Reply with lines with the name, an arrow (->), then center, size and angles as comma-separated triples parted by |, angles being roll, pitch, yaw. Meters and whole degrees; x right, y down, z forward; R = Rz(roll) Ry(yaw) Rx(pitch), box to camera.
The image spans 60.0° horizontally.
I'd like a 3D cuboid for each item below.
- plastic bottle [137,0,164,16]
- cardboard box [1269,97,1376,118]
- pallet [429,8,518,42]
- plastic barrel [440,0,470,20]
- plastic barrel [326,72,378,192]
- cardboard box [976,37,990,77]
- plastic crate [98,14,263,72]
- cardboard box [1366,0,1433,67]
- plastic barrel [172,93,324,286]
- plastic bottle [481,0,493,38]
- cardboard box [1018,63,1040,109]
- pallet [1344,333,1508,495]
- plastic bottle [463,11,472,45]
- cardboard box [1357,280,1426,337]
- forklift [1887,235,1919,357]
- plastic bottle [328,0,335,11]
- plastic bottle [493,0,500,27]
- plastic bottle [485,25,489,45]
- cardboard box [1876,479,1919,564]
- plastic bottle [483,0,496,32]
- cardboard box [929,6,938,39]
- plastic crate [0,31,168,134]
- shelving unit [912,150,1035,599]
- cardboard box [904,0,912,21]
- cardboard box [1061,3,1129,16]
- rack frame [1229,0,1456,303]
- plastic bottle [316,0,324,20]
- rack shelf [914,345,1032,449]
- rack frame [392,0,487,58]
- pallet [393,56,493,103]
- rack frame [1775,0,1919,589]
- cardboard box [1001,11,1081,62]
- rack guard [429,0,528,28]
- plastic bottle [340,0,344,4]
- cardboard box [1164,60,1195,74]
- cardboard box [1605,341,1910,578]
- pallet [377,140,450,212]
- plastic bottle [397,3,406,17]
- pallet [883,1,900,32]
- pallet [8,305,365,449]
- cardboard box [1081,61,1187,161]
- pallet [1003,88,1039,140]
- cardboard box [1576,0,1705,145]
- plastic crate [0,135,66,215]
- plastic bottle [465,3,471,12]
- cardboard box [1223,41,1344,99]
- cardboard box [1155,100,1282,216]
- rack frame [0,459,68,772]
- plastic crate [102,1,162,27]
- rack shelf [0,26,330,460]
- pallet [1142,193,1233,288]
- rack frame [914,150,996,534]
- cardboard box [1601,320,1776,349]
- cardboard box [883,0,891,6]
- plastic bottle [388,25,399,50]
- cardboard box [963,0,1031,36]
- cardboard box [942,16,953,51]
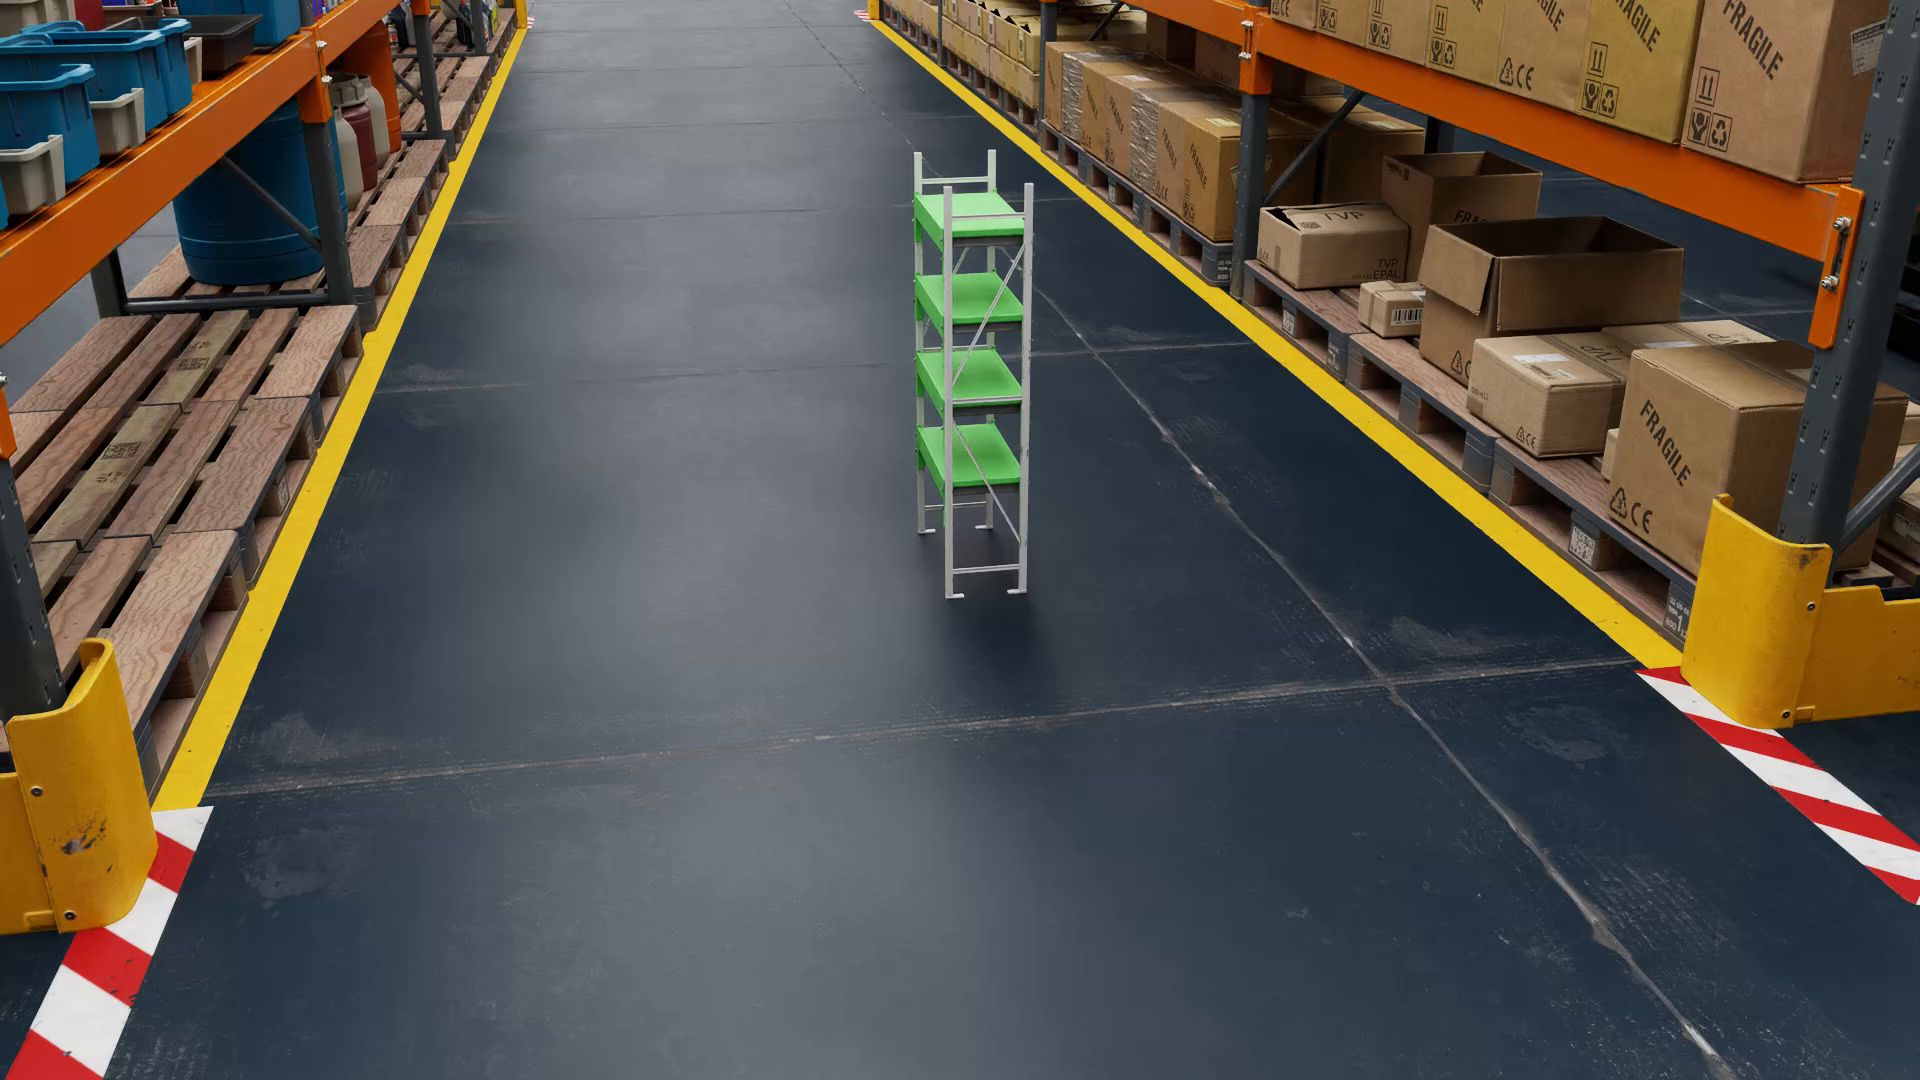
plastic bottle -> -3.357, -2.241, 6.882 | 0.097, 0.201, 0.097 | 0, 24, 0
cardboard box -> 1.824, -2.023, 8.708 | 0.500, 0.500, 0.500 | -4, 24, -9
pallet -> -5.099, -5.280, 17.076 | 1.003, 0.211, 1.213 | -4, 24, -10
plastic barrel -> -5.015, -5.507, 16.694 | 0.421, 0.512, 0.421 | 0, 24, 0
plastic barrel -> -3.509, -2.210, 9.050 | 0.600, 0.588, 0.708 | -4, 24, -10
cardboard box -> 0.420, -3.847, 13.221 | 0.500, 0.250, 0.500 | -4, 24, -9
plastic crate -> -2.614, -1.666, 5.584 | 0.437, 0.125, 0.590 | -4, 24, -10
cardboard box -> 1.798, -1.977, 5.903 | 0.500, 0.500, 0.500 | -4, 24, -10
plastic barrel -> -3.169, -1.631, 7.333 | 0.600, 0.901, 0.708 | -4, 24, -10
plastic bottle -> -4.341, -4.741, 15.118 | 0.144, 0.351, 0.185 | -5, 24, -12
cardboard box -> 0.707, -3.244, 11.841 | 0.500, 0.250, 0.500 | -4, 24, -8
pallet -> 2.138, -0.521, 6.178 | 1.003, 0.211, 1.213 | -4, 24, -10
plastic bottle -> -4.384, -4.563, 14.794 | 0.061, 0.283, 0.133 | -4, 24, -10
cardboard box -> 1.818, -0.932, 6.627 | 0.380, 0.166, 0.250 | -4, 24, -10
forklift -> 4.556, -2.110, 6.419 | 1.130, 2.935, 3.031 | -3, 24, -6
plastic bottle -> -2.864, -2.482, 7.340 | 0.152, 0.276, 0.135 | -4, 24, -10
plastic bottle -> -4.514, -5.067, 15.957 | 0.152, 0.276, 0.135 | -4, 24, -9
plastic bottle -> -4.230, -4.488, 14.725 | 0.097, 0.201, 0.097 | 0, 24, 0
cardboard box -> 2.783, -0.062, 4.655 | 0.380, 0.149, 0.250 | -4, 24, -10
plastic bottle -> -4.420, -4.909, 15.501 | 0.144, 0.351, 0.185 | -4, 24, -10
cardboard box -> 0.004, -4.795, 15.392 | 0.500, 0.250, 0.500 | -4, 24, -10
plastic crate -> -2.311, -1.201, 4.387 | 0.416, 0.233, 0.300 | -4, 24, -10
shelving unit -> 0.031, -0.485, 4.861 | 0.258, 1.200, 0.503 | -4, 24, -10
cardboard box -> -0.279, -5.385, 16.742 | 0.500, 0.250, 0.500 | -4, 24, -10
cardboard box -> 1.038, -3.947, 12.749 | 0.500, 0.311, 0.500 | -5, 24, -11
rack frame -> 1.783, -2.550, 7.340 | 1.000, 3.000, 0.127 | -4, 24, -10
plastic bottle -> -2.758, -2.359, 7.050 | 0.061, 0.283, 0.133 | -4, 24, -10
rack shelf -> 0.031, -0.426, 4.886 | 0.258, 0.148, 0.480 | -4, 24, -10
rack frame -> -4.565, -5.331, 13.709 | 1.000, 3.000, 0.127 | -4, 24, -10
pallet -> -4.381, -3.747, 13.566 | 1.003, 0.211, 1.213 | -4, 24, -10
rack frame -> 2.523, -0.976, 3.738 | 1.000, 3.000, 0.127 | -4, 24, -10
cardboard box -> 0.602, -3.704, 12.193 | 0.500, 0.311, 0.500 | -5, 24, -11
rack guard -> -5.244, -5.733, 17.751 | 1.175, 0.500, 0.348 | -4, 24, -10
plastic bottle -> -2.895, -2.572, 7.639 | 0.097, 0.201, 0.097 | 0, 24, 0
cardboard box -> 1.543, -2.625, 10.086 | 0.500, 0.500, 0.500 | -5, 24, -12
cardboard box -> 2.180, -0.228, 4.598 | 0.500, 0.500, 0.500 | -4, 24, -10
pallet -> -3.638, -2.173, 9.962 | 1.003, 0.211, 1.213 | -4, 24, -10
plastic bottle -> -5.002, -4.626, 14.855 | 0.144, 0.351, 0.185 | -6, 24, -12
pallet -> -0.253, -5.694, 18.024 | 1.003, 0.211, 1.213 | -4, 24, -10
pallet -> -2.911, -0.620, 6.406 | 1.003, 0.211, 1.213 | -4, 24, -10
cardboard box -> 1.037, -2.576, 9.973 | 0.500, 0.500, 0.500 | -5, 24, -10
pallet -> 0.930, -3.172, 12.249 | 1.003, 0.211, 1.213 | -4, 24, -10
cardboard box -> 2.073, -1.382, 4.541 | 0.500, 0.500, 0.500 | -4, 24, -9
plastic crate -> -2.046, -0.772, 3.523 | 0.250, 0.136, 0.298 | -4, 24, -10
plastic bottle -> -4.560, -4.853, 15.468 | 0.152, 0.276, 0.135 | -4, 24, -10
cardboard box -> 1.748, -2.551, 8.980 | 0.500, 0.250, 0.500 | -4, 24, -10
cardboard box -> 1.327, -1.974, 8.595 | 0.500, 0.500, 0.500 | -4, 24, -10
rack frame -> -2.346, -0.611, 2.902 | 1.000, 3.000, 0.127 | -4, 24, -10
plastic crate -> -3.140, -1.898, 6.101 | 0.396, 0.136, 0.243 | -4, 24, -10
rack shelf -> -2.715, -1.068, 4.847 | 1.077, 0.370, 4.000 | -4, 24, -10
pallet -> 1.596, -1.589, 8.624 | 1.003, 0.211, 1.213 | -4, 24, -10
rack frame -> -0.015, -0.581, 5.081 | 0.240, 1.200, 0.015 | -4, 24, -10
cardboard box -> 2.516, -0.546, 5.638 | 0.500, 0.250, 0.500 | -4, 24, -10
cardboard box -> -0.555, -5.975, 18.093 | 0.500, 0.250, 0.500 | -4, 24, -10
plastic bottle -> -4.938, -4.370, 14.455 | 0.097, 0.201, 0.097 | 0, 24, 0
cardboard box -> 0.320, -4.304, 13.567 | 0.500, 0.311, 0.500 | -5, 24, -11
cardboard box -> 0.135, -4.452, 14.606 | 0.500, 0.250, 0.500 | -5, 24, -11
